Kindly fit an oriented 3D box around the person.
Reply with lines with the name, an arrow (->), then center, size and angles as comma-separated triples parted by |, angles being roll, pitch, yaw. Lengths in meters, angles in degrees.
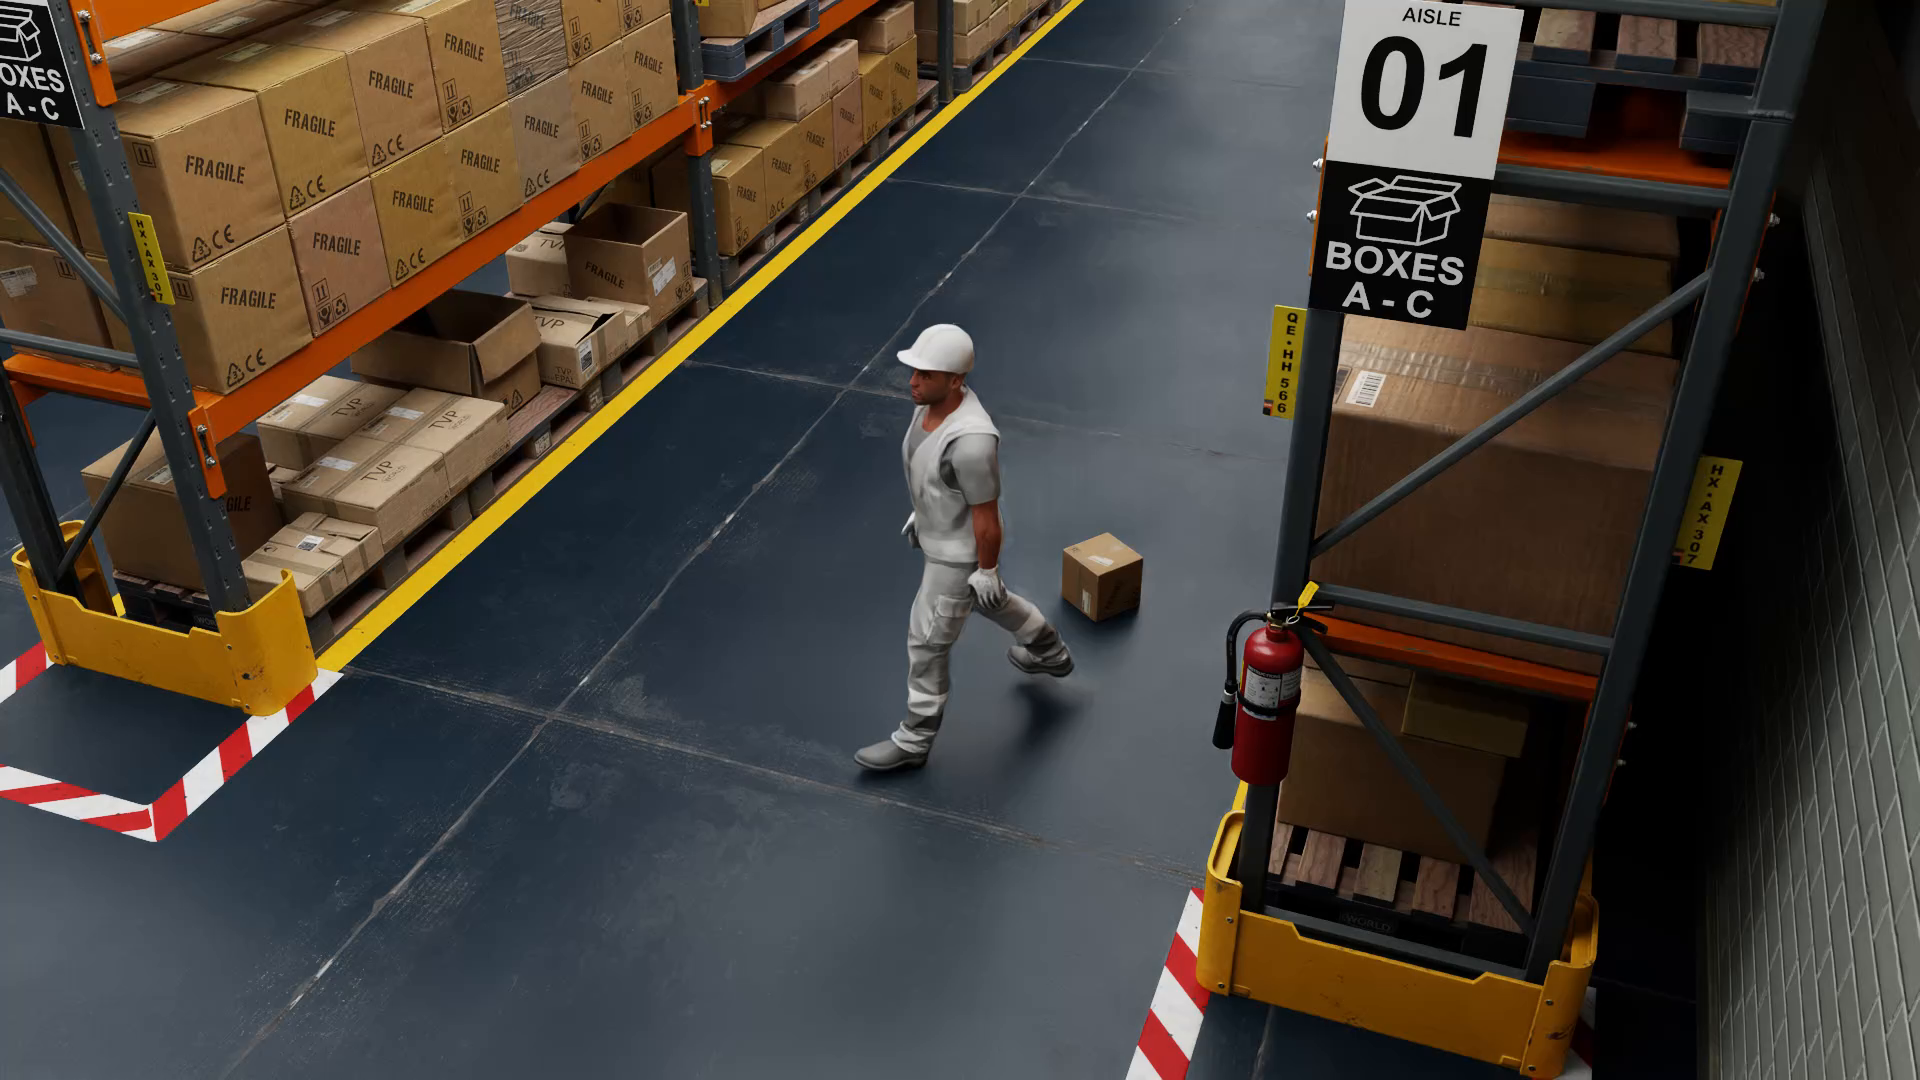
person -> 0.019, -0.011, 6.142 | 0.962, 1.771, 0.582 | -7, 34, -11
